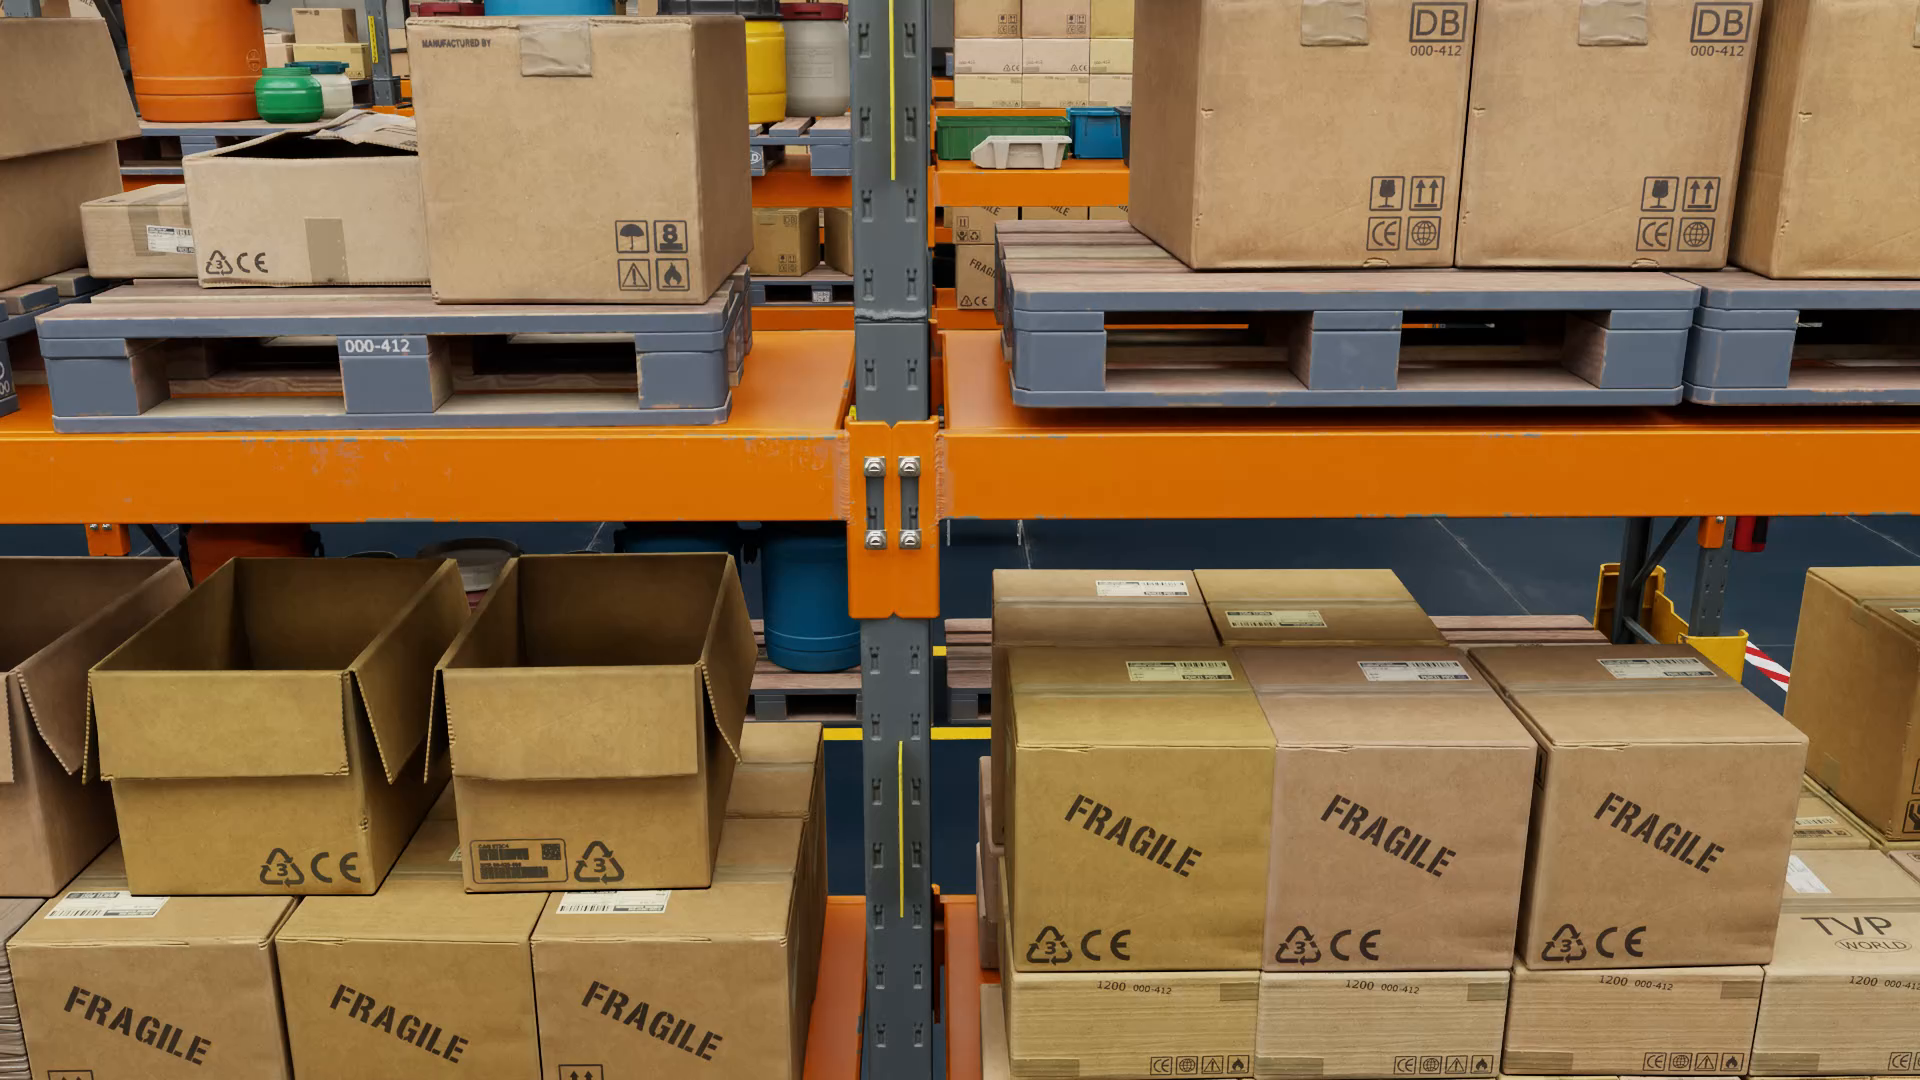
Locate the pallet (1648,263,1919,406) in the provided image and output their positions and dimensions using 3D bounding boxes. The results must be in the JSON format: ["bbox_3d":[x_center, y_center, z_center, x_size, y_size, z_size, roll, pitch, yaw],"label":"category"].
[{"bbox_3d":[1.906,-0.494,3.413,1.213,0.211,1.003,0,18,-1],"label":"pallet"}]

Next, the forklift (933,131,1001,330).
[{"bbox_3d":[-0.029,-2.852,15.640,3.031,2.935,1.130,0,18,1],"label":"forklift"}]

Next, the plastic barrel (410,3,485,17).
[{"bbox_3d":[-2.437,-2.344,8.122,0.433,0.535,0.433,0,18,0],"label":"plastic barrel"}]

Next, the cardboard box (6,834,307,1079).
[{"bbox_3d":[-1.610,0.940,3.542,0.500,0.500,0.500,0,18,-2],"label":"cardboard box"}]

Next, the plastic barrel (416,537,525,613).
[{"bbox_3d":[-2.589,0.339,8.840,0.708,0.588,0.600,0,18,-1],"label":"plastic barrel"}]

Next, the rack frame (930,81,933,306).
[{"bbox_3d":[-0.282,-2.128,13.271,0.127,3.000,1.000,0,18,-1],"label":"rack frame"}]

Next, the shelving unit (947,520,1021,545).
[{"bbox_3d":[0.166,-0.572,11.367,0.503,1.200,0.258,0,18,-1],"label":"shelving unit"}]

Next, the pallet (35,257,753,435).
[{"bbox_3d":[-1.045,-0.420,3.350,1.217,0.209,0.805,-1,18,-3],"label":"pallet"}]

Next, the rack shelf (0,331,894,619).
[{"bbox_3d":[-2.129,-0.179,3.461,4.000,0.370,1.077,0,18,-1],"label":"rack shelf"}]

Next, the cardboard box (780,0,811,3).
[{"bbox_3d":[-1.455,-3.862,12.749,0.600,0.600,0.600,0,18,-1],"label":"cardboard box"}]

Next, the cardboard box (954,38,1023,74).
[{"bbox_3d":[0.208,-3.650,12.530,0.500,0.250,0.500,0,18,-1],"label":"cardboard box"}]

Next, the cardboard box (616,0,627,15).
[{"bbox_3d":[-2.825,-4.066,12.601,0.500,0.500,0.500,0,18,-1],"label":"cardboard box"}]

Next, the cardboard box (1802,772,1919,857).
[{"bbox_3d":[2.364,0.734,4.109,0.500,0.250,0.500,-1,18,-3],"label":"cardboard box"}]

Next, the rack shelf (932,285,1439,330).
[{"bbox_3d":[1.718,-1.795,13.411,4.000,0.370,1.077,0,18,-1],"label":"rack shelf"}]

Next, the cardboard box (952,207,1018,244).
[{"bbox_3d":[0.193,-2.568,12.842,0.500,0.500,0.500,0,18,1],"label":"cardboard box"}]

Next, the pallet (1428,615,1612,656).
[{"bbox_3d":[2.967,0.685,9.066,1.213,0.211,1.003,0,18,-1],"label":"pallet"}]

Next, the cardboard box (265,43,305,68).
[{"bbox_3d":[-5.258,-3.638,12.626,0.500,0.250,0.500,0,18,1],"label":"cardboard box"}]

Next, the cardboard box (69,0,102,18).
[{"bbox_3d":[-8.860,-5.479,16.972,0.500,0.500,0.500,-2,18,-6],"label":"cardboard box"}]

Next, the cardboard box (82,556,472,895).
[{"bbox_3d":[-1.454,0.377,3.654,0.637,0.503,0.797,0,18,0],"label":"cardboard box"}]

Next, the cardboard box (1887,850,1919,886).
[{"bbox_3d":[2.374,0.896,3.602,0.500,0.250,0.500,-1,18,-3],"label":"cardboard box"}]

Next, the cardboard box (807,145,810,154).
[{"bbox_3d":[-1.338,-4.117,17.560,0.500,0.250,0.500,0,18,0],"label":"cardboard box"}]

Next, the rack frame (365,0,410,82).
[{"bbox_3d":[-4.282,-4.966,12.295,0.127,3.000,1.000,0,18,-1],"label":"rack frame"}]

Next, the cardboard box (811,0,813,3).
[{"bbox_3d":[-1.798,-5.712,17.421,0.500,0.250,0.500,-1,18,-3],"label":"cardboard box"}]

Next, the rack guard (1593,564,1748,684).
[{"bbox_3d":[3.816,0.552,9.010,0.348,0.500,1.175,0,18,-1],"label":"rack guard"}]

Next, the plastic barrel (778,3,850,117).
[{"bbox_3d":[-0.738,-2.382,8.243,0.433,0.535,0.433,0,18,0],"label":"plastic barrel"}]

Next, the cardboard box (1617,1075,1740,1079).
[{"bbox_3d":[1.468,1.111,3.586,0.250,0.149,0.380,0,18,0],"label":"cardboard box"}]

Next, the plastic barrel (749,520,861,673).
[{"bbox_3d":[-0.752,0.181,8.820,0.708,0.901,0.600,0,18,-1],"label":"plastic barrel"}]

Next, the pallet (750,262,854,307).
[{"bbox_3d":[-1.083,-2.066,13.392,1.213,0.211,1.003,0,18,-1],"label":"pallet"}]

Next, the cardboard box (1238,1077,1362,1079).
[{"bbox_3d":[0.698,1.114,3.574,0.250,0.149,0.380,0,18,1],"label":"cardboard box"}]

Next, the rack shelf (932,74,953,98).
[{"bbox_3d":[1.636,-4.737,17.669,4.000,0.370,1.077,0,18,-1],"label":"rack shelf"}]

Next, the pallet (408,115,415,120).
[{"bbox_3d":[-2.124,-1.914,8.001,1.213,0.211,1.003,0,18,-1],"label":"pallet"}]

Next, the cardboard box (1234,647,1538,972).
[{"bbox_3d":[0.846,0.546,3.466,0.500,0.500,0.500,0,18,-1],"label":"cardboard box"}]

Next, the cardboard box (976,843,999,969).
[{"bbox_3d":[0.170,0.915,4.194,0.250,0.149,0.380,0,18,-1],"label":"cardboard box"}]

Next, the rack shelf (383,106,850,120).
[{"bbox_3d":[-2.282,-3.204,12.893,4.000,0.370,1.077,0,18,-1],"label":"rack shelf"}]

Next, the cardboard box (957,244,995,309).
[{"bbox_3d":[0.232,-2.095,13.004,0.500,0.500,0.500,0,18,1],"label":"cardboard box"}]

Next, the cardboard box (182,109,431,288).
[{"bbox_3d":[-1.228,-0.711,3.400,0.500,0.311,0.500,-1,18,-3],"label":"cardboard box"}]

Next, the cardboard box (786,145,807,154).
[{"bbox_3d":[-1.848,-4.115,17.552,0.500,0.250,0.500,0,18,0],"label":"cardboard box"}]

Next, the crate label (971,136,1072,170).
[{"bbox_3d":[0.286,-1.832,7.869,0.466,0.136,0.293,0,18,-1],"label":"crate label"}]

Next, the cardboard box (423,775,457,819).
[{"bbox_3d":[-1.096,0.778,4.047,0.500,0.500,0.500,0,18,-1],"label":"cardboard box"}]

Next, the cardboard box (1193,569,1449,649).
[{"bbox_3d":[0.827,0.385,3.967,0.500,0.500,0.500,0,18,0],"label":"cardboard box"}]

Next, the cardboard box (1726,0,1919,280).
[{"bbox_3d":[1.715,-0.809,3.232,0.500,0.500,0.700,1,18,2],"label":"cardboard box"}]

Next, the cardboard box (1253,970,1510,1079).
[{"bbox_3d":[0.842,0.904,3.577,0.500,0.250,0.500,0,18,-1],"label":"cardboard box"}]

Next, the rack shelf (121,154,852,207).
[{"bbox_3d":[-2.207,-1.691,8.177,4.000,0.370,1.077,0,18,-1],"label":"rack shelf"}]

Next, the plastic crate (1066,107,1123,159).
[{"bbox_3d":[0.698,-2.066,8.440,0.300,0.233,0.416,0,18,-1],"label":"plastic crate"}]

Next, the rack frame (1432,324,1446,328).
[{"bbox_3d":[3.717,-2.148,13.331,0.127,3.000,1.000,0,18,-1],"label":"rack frame"}]

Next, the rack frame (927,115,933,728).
[{"bbox_3d":[-0.208,-0.615,8.555,0.127,3.000,1.000,0,18,-1],"label":"rack frame"}]

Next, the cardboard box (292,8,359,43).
[{"bbox_3d":[-6.582,-5.263,17.280,0.500,0.500,0.500,-1,18,-3],"label":"cardboard box"}]

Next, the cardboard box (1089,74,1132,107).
[{"bbox_3d":[1.208,-3.415,12.618,0.500,0.250,0.500,0,18,-1],"label":"cardboard box"}]

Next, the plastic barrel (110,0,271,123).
[{"bbox_3d":[-3.640,-2.431,7.913,0.708,0.830,0.600,0,18,-1],"label":"plastic barrel"}]

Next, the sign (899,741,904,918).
[{"bbox_3d":[-0.111,0.549,3.158,0.005,0.325,0.100,0,18,-1],"label":"sign"}]

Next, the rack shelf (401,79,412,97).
[{"bbox_3d":[-6.363,-4.698,17.549,4.000,0.370,1.077,0,18,-1],"label":"rack shelf"}]

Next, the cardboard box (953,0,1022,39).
[{"bbox_3d":[0.203,-4.094,12.689,0.500,0.500,0.700,0,18,-1],"label":"cardboard box"}]
